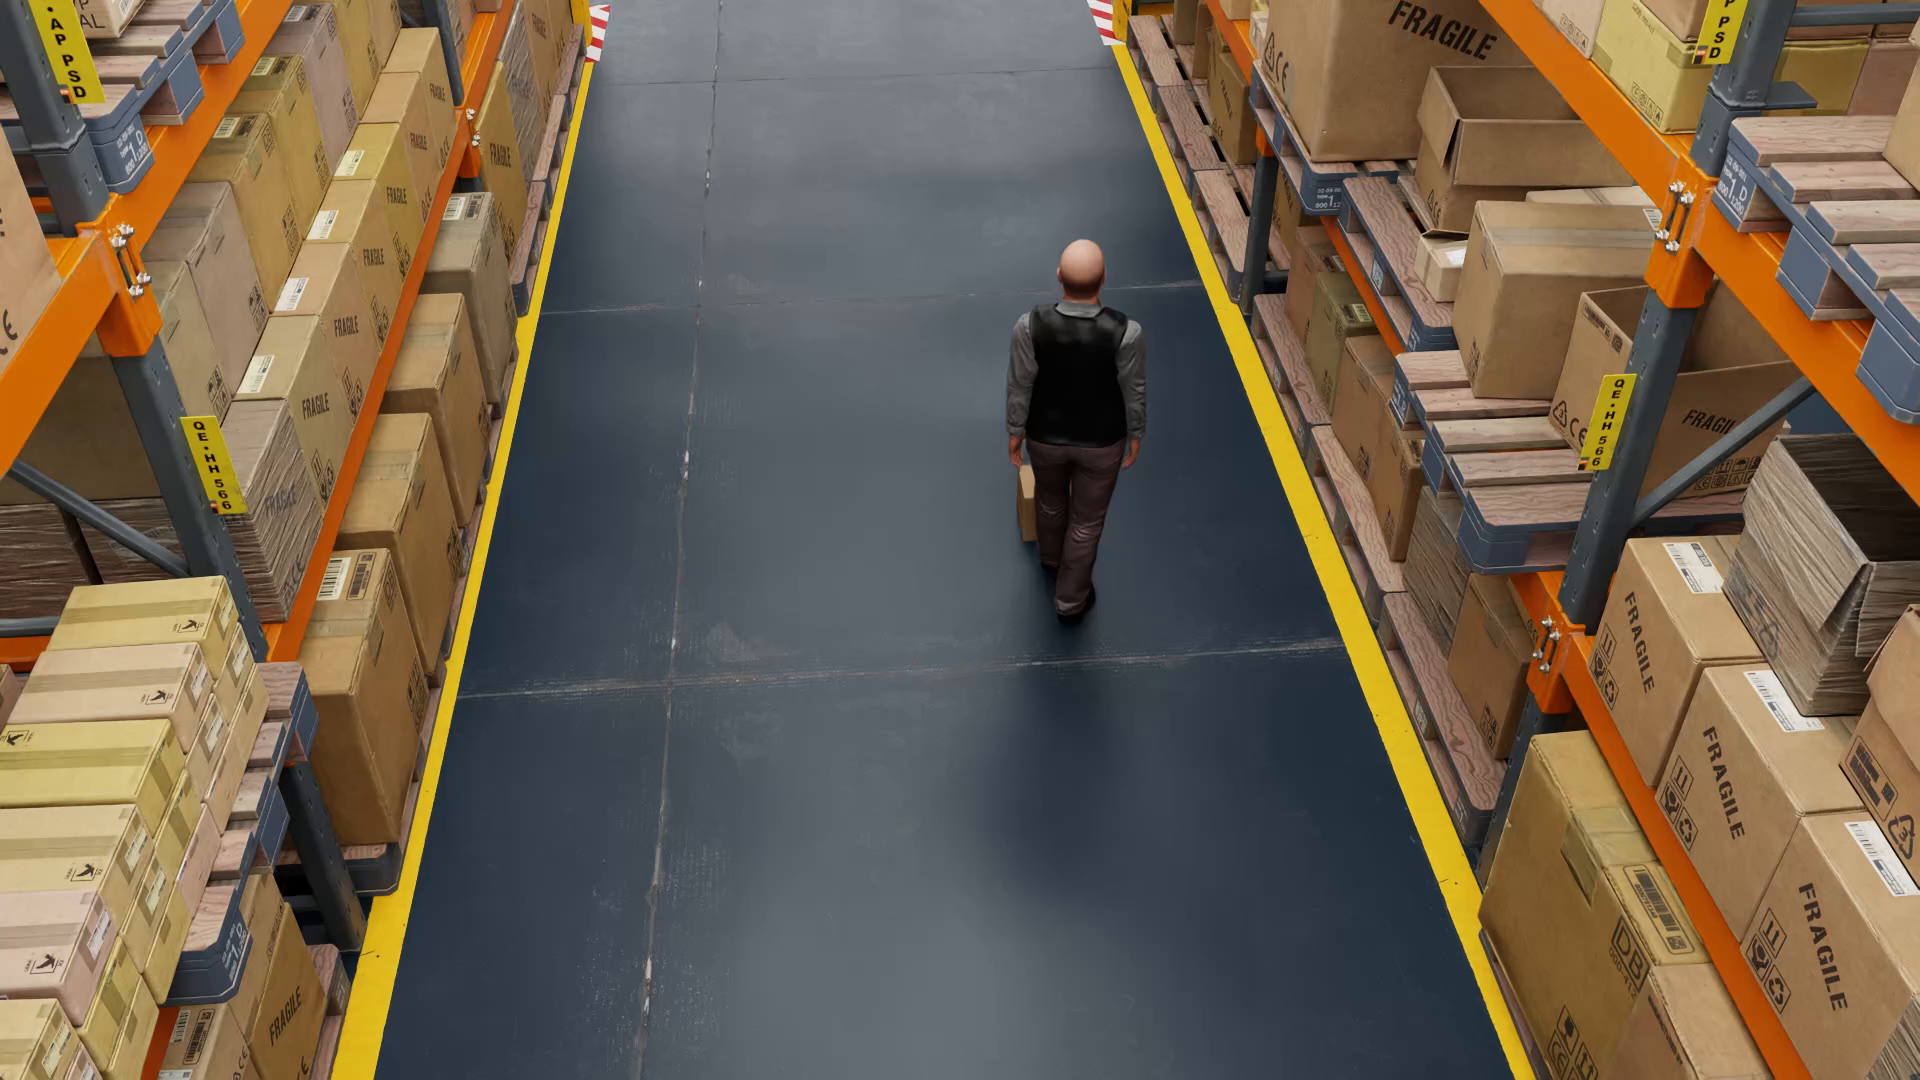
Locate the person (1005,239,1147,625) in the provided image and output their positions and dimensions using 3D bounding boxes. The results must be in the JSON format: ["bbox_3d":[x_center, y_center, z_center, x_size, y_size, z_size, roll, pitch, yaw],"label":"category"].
[{"bbox_3d":[0.492,-0.487,6.758,0.552,1.715,0.660,9,40,11],"label":"person"}]
